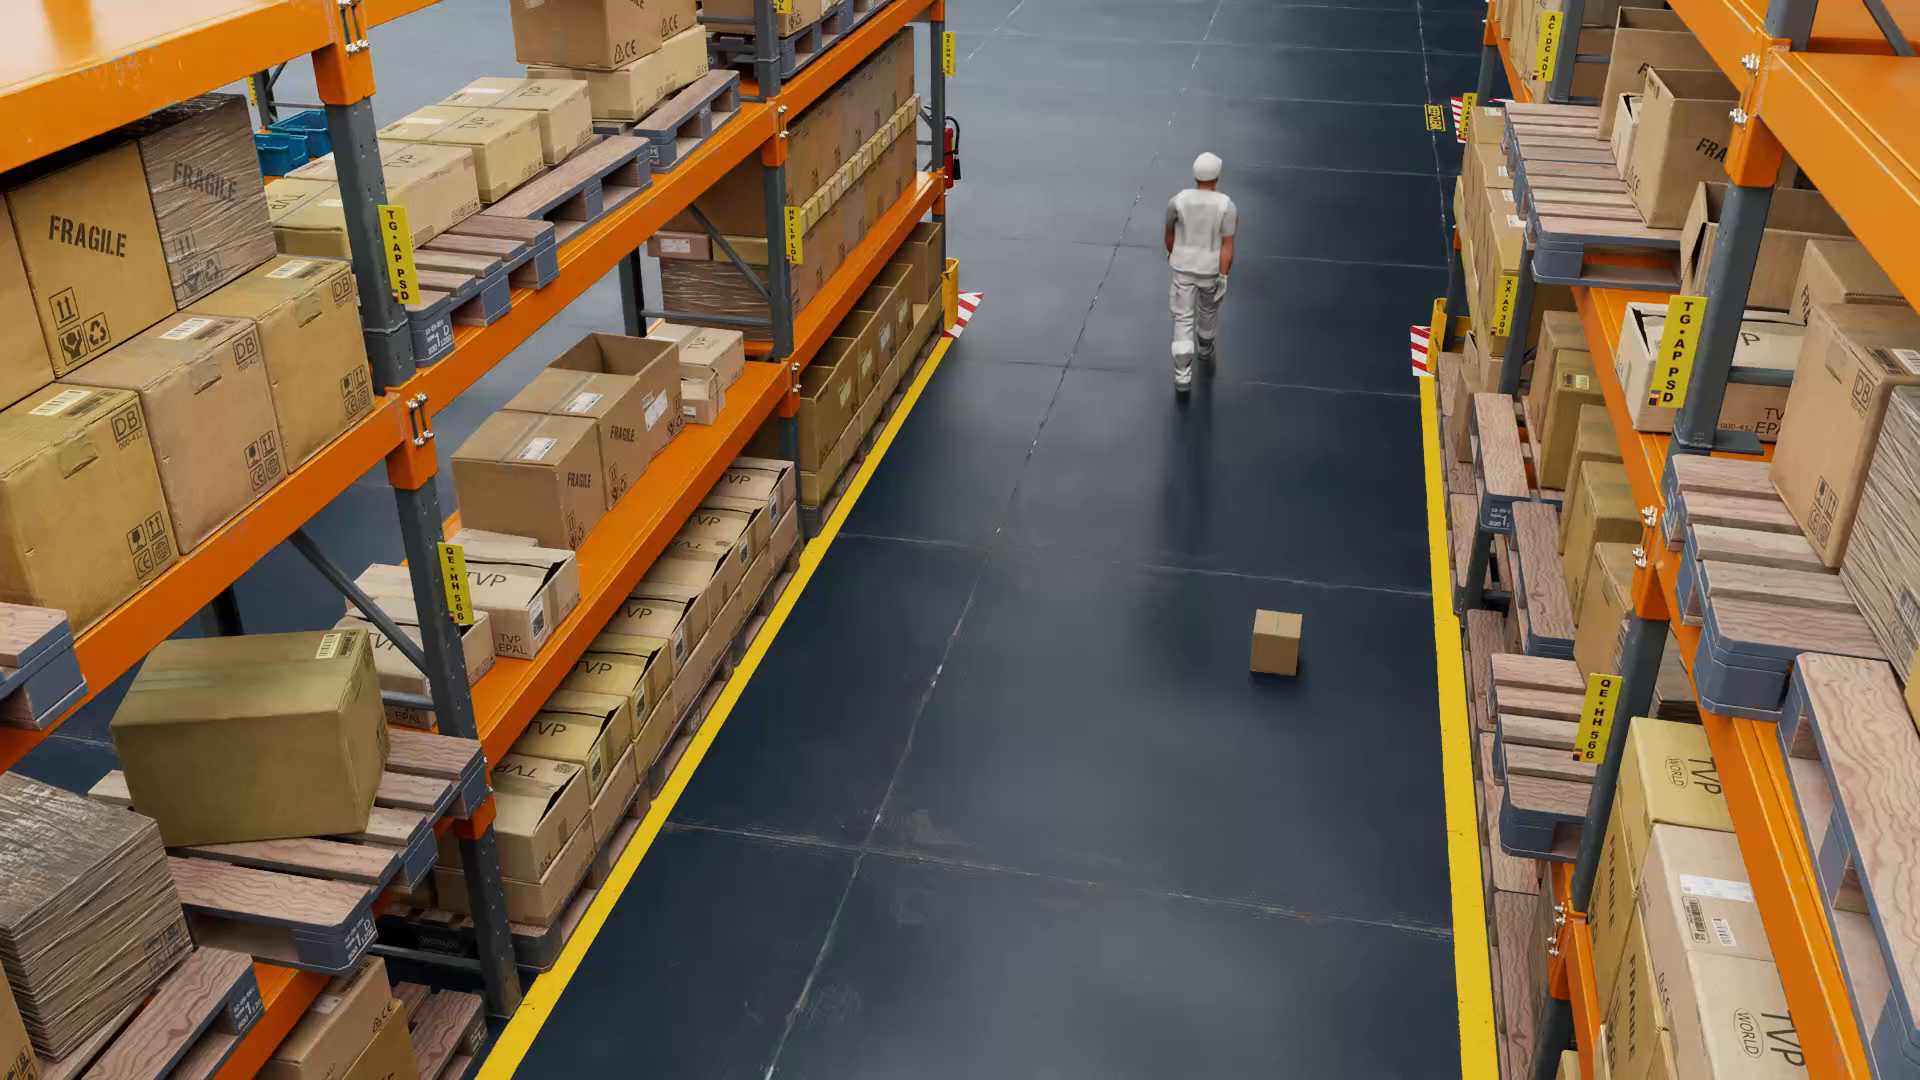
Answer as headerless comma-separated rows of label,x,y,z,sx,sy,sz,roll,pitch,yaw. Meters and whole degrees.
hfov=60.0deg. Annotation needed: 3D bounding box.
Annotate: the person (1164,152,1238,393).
person,1.770,-2.053,12.367,0.528,1.733,1.056,5,29,8
